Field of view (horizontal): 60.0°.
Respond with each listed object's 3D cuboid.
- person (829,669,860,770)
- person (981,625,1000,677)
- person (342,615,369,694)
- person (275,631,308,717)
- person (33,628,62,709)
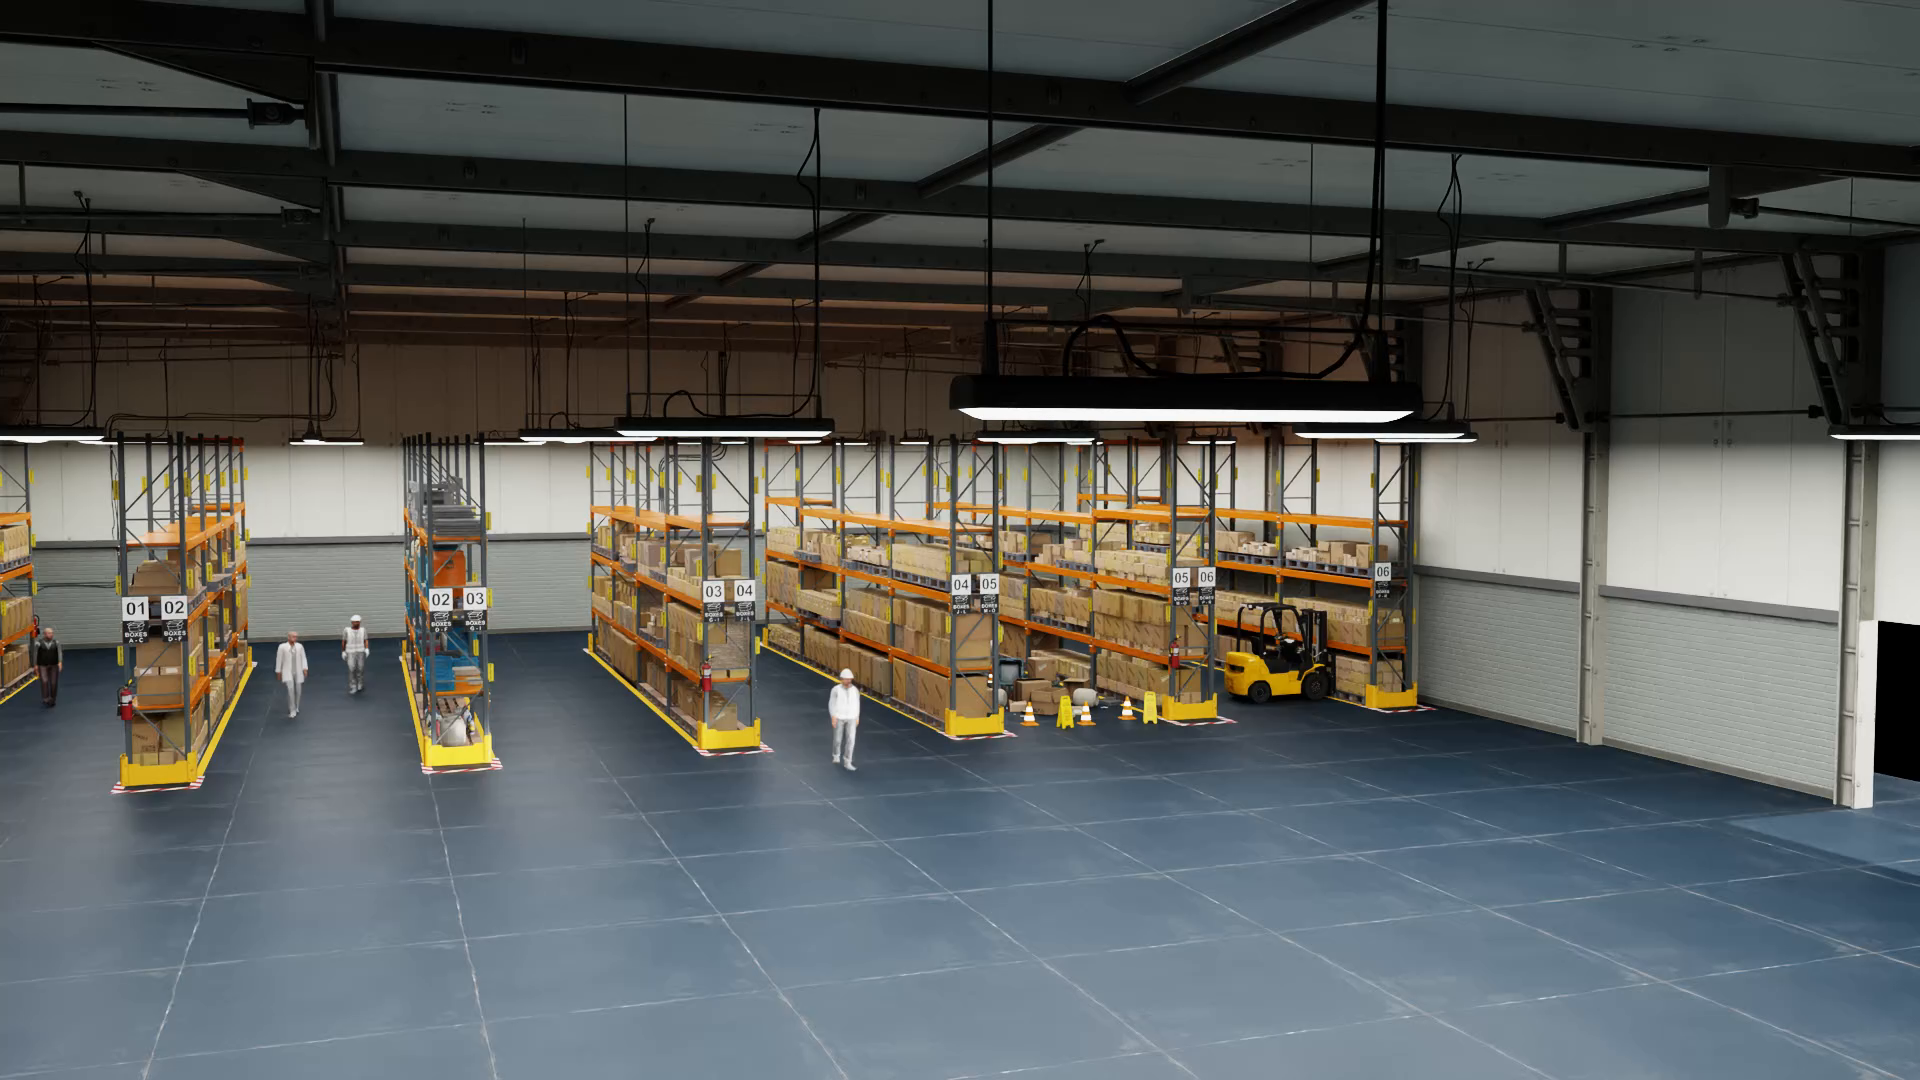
[{"bbox_3d":[-2.056,3.205,29.858,0.610,1.766,0.753,-1,3,-24],"label":"person"},{"bbox_3d":[0.734,2.604,40.792,0.613,1.805,0.604,-2,4,-31],"label":"person"},{"bbox_3d":[-14.156,2.679,39.035,0.576,1.801,0.684,-2,4,-33],"label":"person"},{"bbox_3d":[-14.298,2.881,35.701,0.617,1.813,0.756,-3,4,-44],"label":"person"},{"bbox_3d":[-20.132,2.838,36.791,0.561,1.737,0.674,-3,4,-41],"label":"person"}]
